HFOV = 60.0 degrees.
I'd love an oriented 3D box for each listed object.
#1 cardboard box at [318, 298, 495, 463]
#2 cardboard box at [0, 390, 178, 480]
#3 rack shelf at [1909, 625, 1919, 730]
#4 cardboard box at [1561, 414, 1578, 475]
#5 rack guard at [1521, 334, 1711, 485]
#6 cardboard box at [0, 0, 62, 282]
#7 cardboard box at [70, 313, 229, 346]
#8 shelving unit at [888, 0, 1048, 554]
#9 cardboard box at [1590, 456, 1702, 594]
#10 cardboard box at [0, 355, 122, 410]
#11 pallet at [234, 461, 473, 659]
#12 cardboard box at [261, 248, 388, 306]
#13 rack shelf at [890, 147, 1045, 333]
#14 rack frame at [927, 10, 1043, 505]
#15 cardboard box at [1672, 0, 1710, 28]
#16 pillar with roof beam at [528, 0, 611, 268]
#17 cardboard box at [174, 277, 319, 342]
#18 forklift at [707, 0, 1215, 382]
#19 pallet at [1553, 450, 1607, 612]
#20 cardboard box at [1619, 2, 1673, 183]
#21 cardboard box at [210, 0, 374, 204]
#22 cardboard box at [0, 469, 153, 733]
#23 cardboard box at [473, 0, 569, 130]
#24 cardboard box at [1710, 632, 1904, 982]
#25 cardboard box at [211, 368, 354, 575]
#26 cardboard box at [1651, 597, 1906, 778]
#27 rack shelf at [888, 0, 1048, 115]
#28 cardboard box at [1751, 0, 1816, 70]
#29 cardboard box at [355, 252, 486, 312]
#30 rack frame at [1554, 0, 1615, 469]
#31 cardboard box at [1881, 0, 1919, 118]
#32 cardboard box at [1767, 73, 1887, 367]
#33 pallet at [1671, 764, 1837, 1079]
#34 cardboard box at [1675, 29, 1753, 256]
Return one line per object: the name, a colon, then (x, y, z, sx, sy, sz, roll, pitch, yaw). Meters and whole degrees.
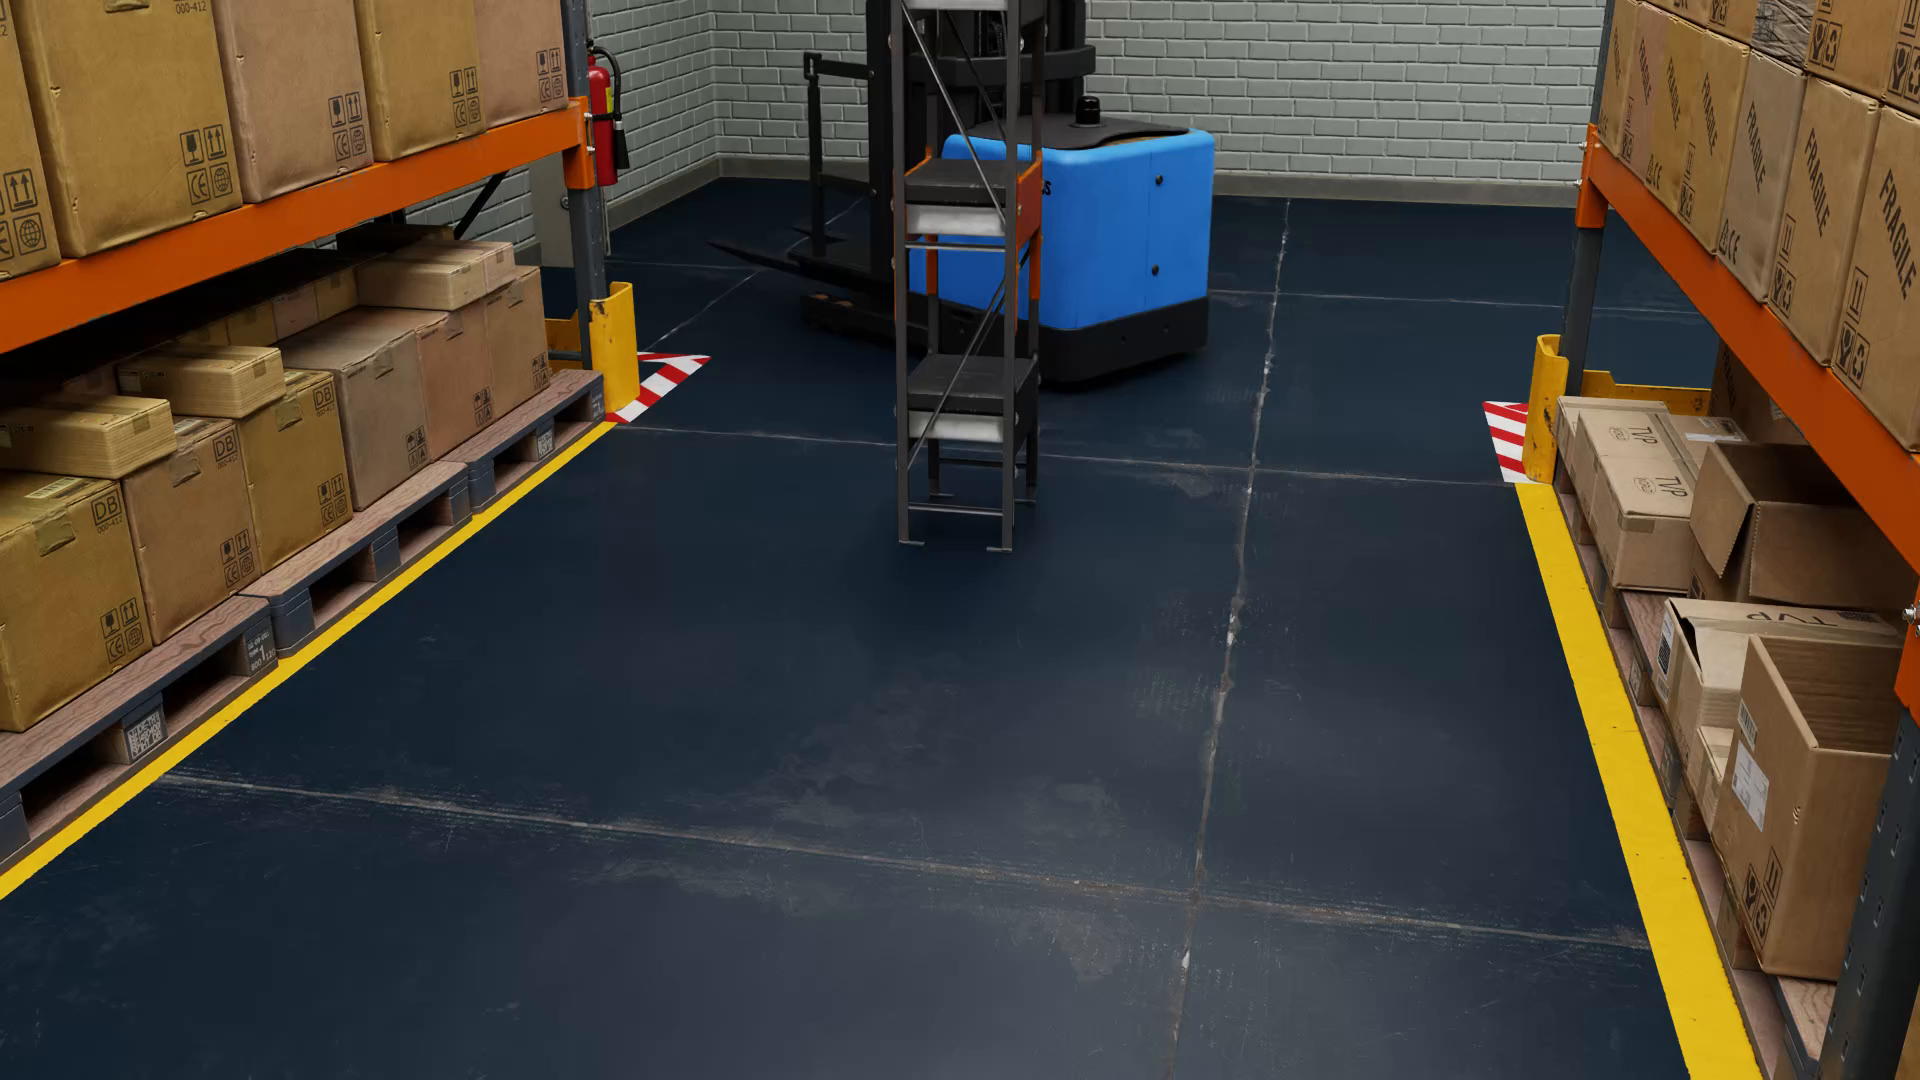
cardboard box: (-2.184, -0.622, 6.168, 0.700, 0.500, 0.500, 4, 22, 11)
cardboard box: (-2.352, -0.284, 4.459, 0.380, 0.149, 0.250, 5, 23, 13)
rack shelf: (1.589, 0.870, 0.640, 1.077, 0.370, 4.000, 4, 22, 11)
cardboard box: (2.340, -0.329, 5.859, 0.380, 0.166, 0.250, 4, 22, 11)
rack guard: (2.797, -0.470, 6.352, 1.175, 0.500, 0.348, 4, 22, 11)
cardboard box: (-2.727, -0.907, 3.689, 0.980, 0.700, 0.700, 5, 22, 12)
cardboard box: (-2.562, -0.611, 5.271, 0.380, 0.149, 0.250, 4, 22, 10)
shelving unit: (0.034, -1.035, 5.612, 0.431, 2.100, 0.503, 4, 22, 11)
cardboard box: (2.220, -0.043, 5.037, 0.500, 0.250, 0.500, 4, 22, 11)
cardboard box: (-2.666, -0.424, 4.807, 0.380, 0.149, 0.250, 4, 22, 9)
pallet: (-2.375, 0.003, 5.564, 1.003, 0.211, 1.213, 4, 22, 11)
cardboard box: (-2.355, -0.982, 6.192, 0.380, 0.149, 0.250, 5, 22, 11)
rack shelf: (0.034, -1.022, 5.617, 0.431, 0.518, 0.480, 4, 22, 11)
rack frame: (0.084, -1.124, 5.833, 0.400, 2.100, 0.015, 4, 22, 11)
cardboard box: (2.258, -1.651, 4.466, 0.500, 0.500, 0.500, 5, 22, 12)
pillar with roof beam: (1.881, -5.542, 7.568, 9.100, 9.000, 0.400, 4, 22, 11)
cardboard box: (-2.458, -0.797, 5.734, 0.380, 0.149, 0.250, 5, 22, 12)
forklift: (-0.176, -2.526, 8.203, 1.130, 2.935, 3.031, -19, 29, -39)
pallet: (2.636, -0.044, 5.682, 1.003, 0.211, 1.213, 4, 22, 11)
cardboard box: (2.364, -1.373, 5.113, 0.500, 0.500, 0.500, 4, 22, 10)
cardboard box: (-2.434, -1.441, 5.014, 0.980, 0.700, 0.700, 3, 22, 8)
cardboard box: (-2.601, 0.128, 4.304, 0.700, 0.500, 0.500, 5, 22, 12)
cardboard box: (-2.132, -1.986, 6.367, 0.980, 0.700, 0.700, 5, 23, 13)
cardboard box: (1.835, 0.531, 3.278, 0.500, 0.500, 0.500, 4, 22, 11)
cardboard box: (-2.388, -0.243, 5.225, 0.700, 0.500, 0.500, 5, 22, 12)
cardboard box: (1.988, 0.344, 3.994, 0.500, 0.311, 0.500, 4, 22, 11)
rack shelf: (0.034, -1.671, 5.355, 0.431, 0.518, 0.480, 4, 22, 11)
cardboard box: (2.051, -1.281, 3.548, 0.500, 0.500, 0.500, 5, 22, 11)
cardboard box: (-1.981, -0.952, 6.118, 0.380, 0.149, 0.250, 5, 22, 12)
rack frame: (2.813, -1.658, 5.954, 1.000, 3.000, 0.127, 4, 22, 11)
cardboard box: (1.847, -0.910, 2.624, 0.500, 0.500, 0.500, 5, 22, 11)
cardboard box: (1.951, -0.632, 3.274, 0.500, 0.500, 0.500, 5, 22, 12)
pallet: (2.138, 0.848, 3.466, 1.003, 0.211, 1.213, 4, 22, 11)
cardboard box: (2.155, -1.007, 4.204, 0.500, 0.500, 0.500, 5, 22, 12)
